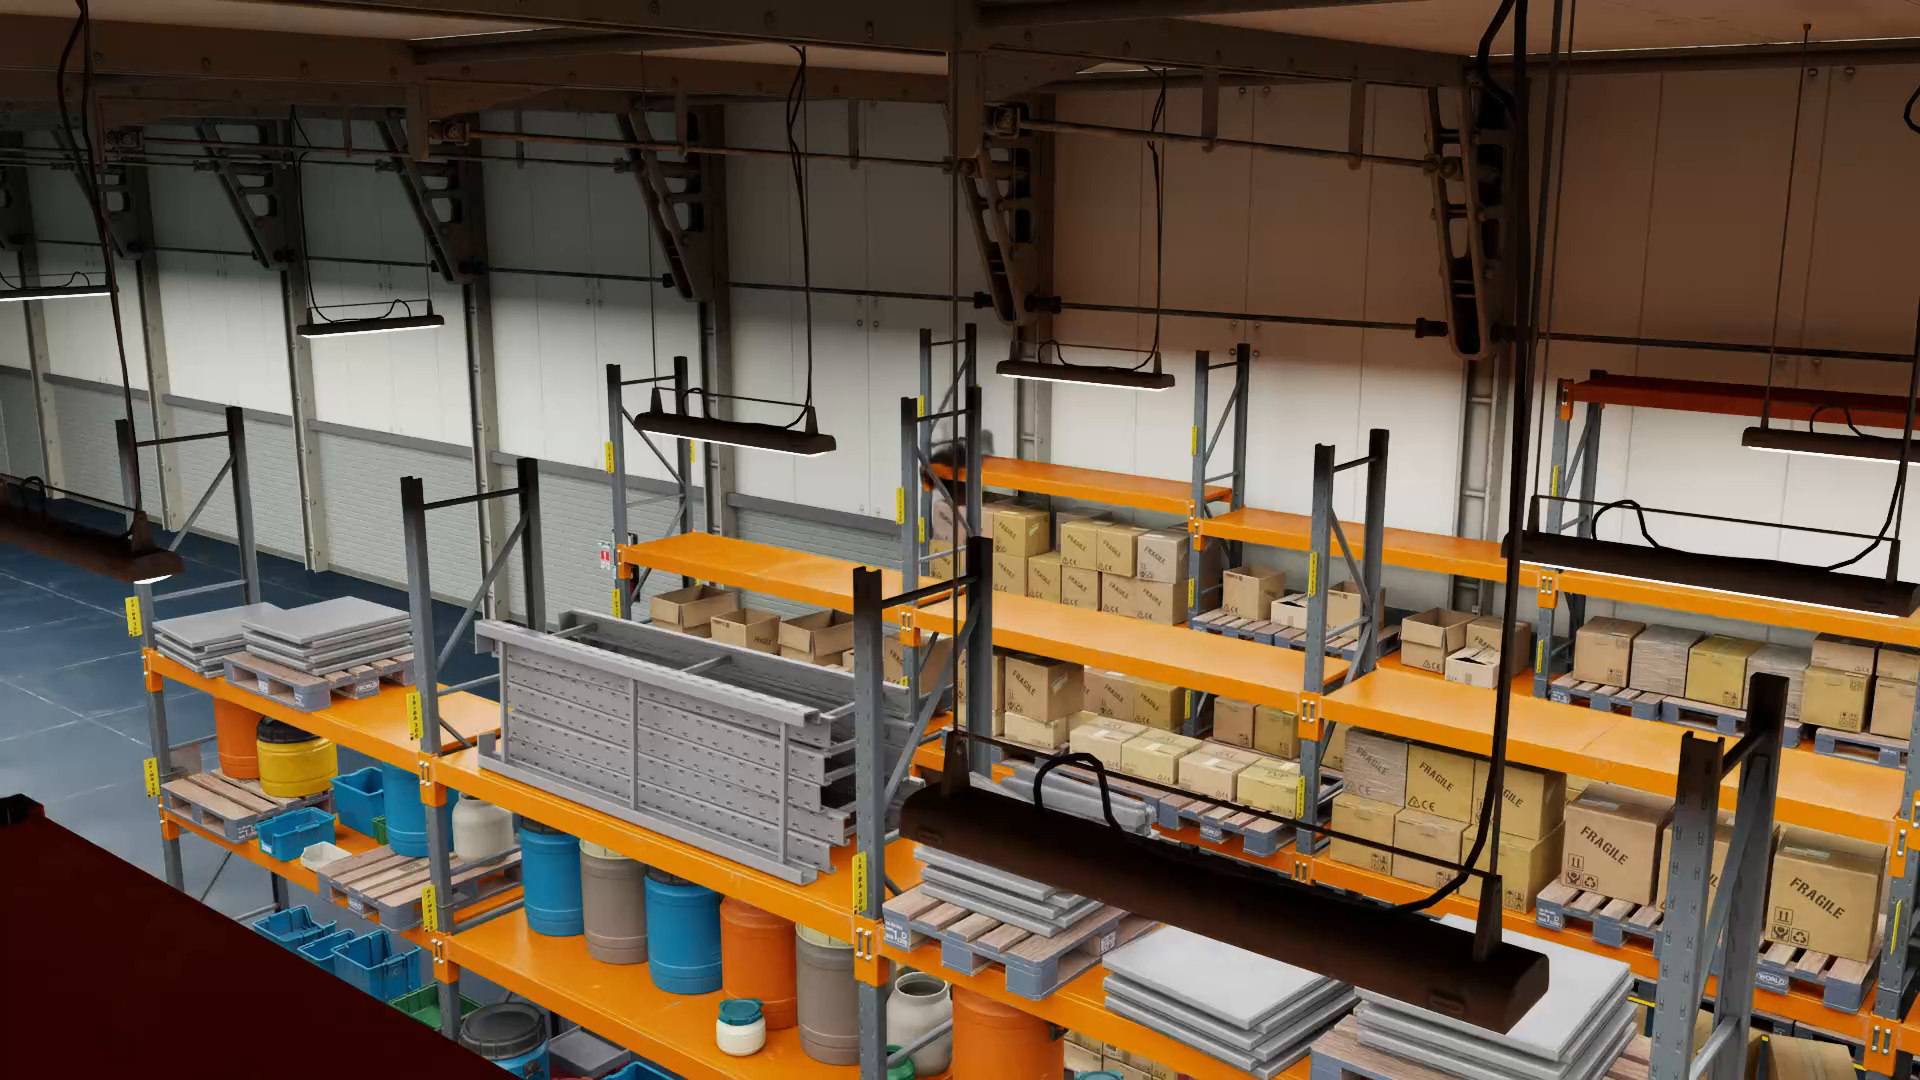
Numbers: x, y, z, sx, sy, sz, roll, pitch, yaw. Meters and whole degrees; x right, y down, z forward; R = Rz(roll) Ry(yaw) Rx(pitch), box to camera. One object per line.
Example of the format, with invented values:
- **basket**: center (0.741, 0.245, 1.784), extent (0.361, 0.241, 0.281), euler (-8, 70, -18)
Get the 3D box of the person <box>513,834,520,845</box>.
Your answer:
- **person**: center (-5.283, 3.103, 19.062), extent (0.605, 1.565, 0.564), euler (-4, 13, -15)
